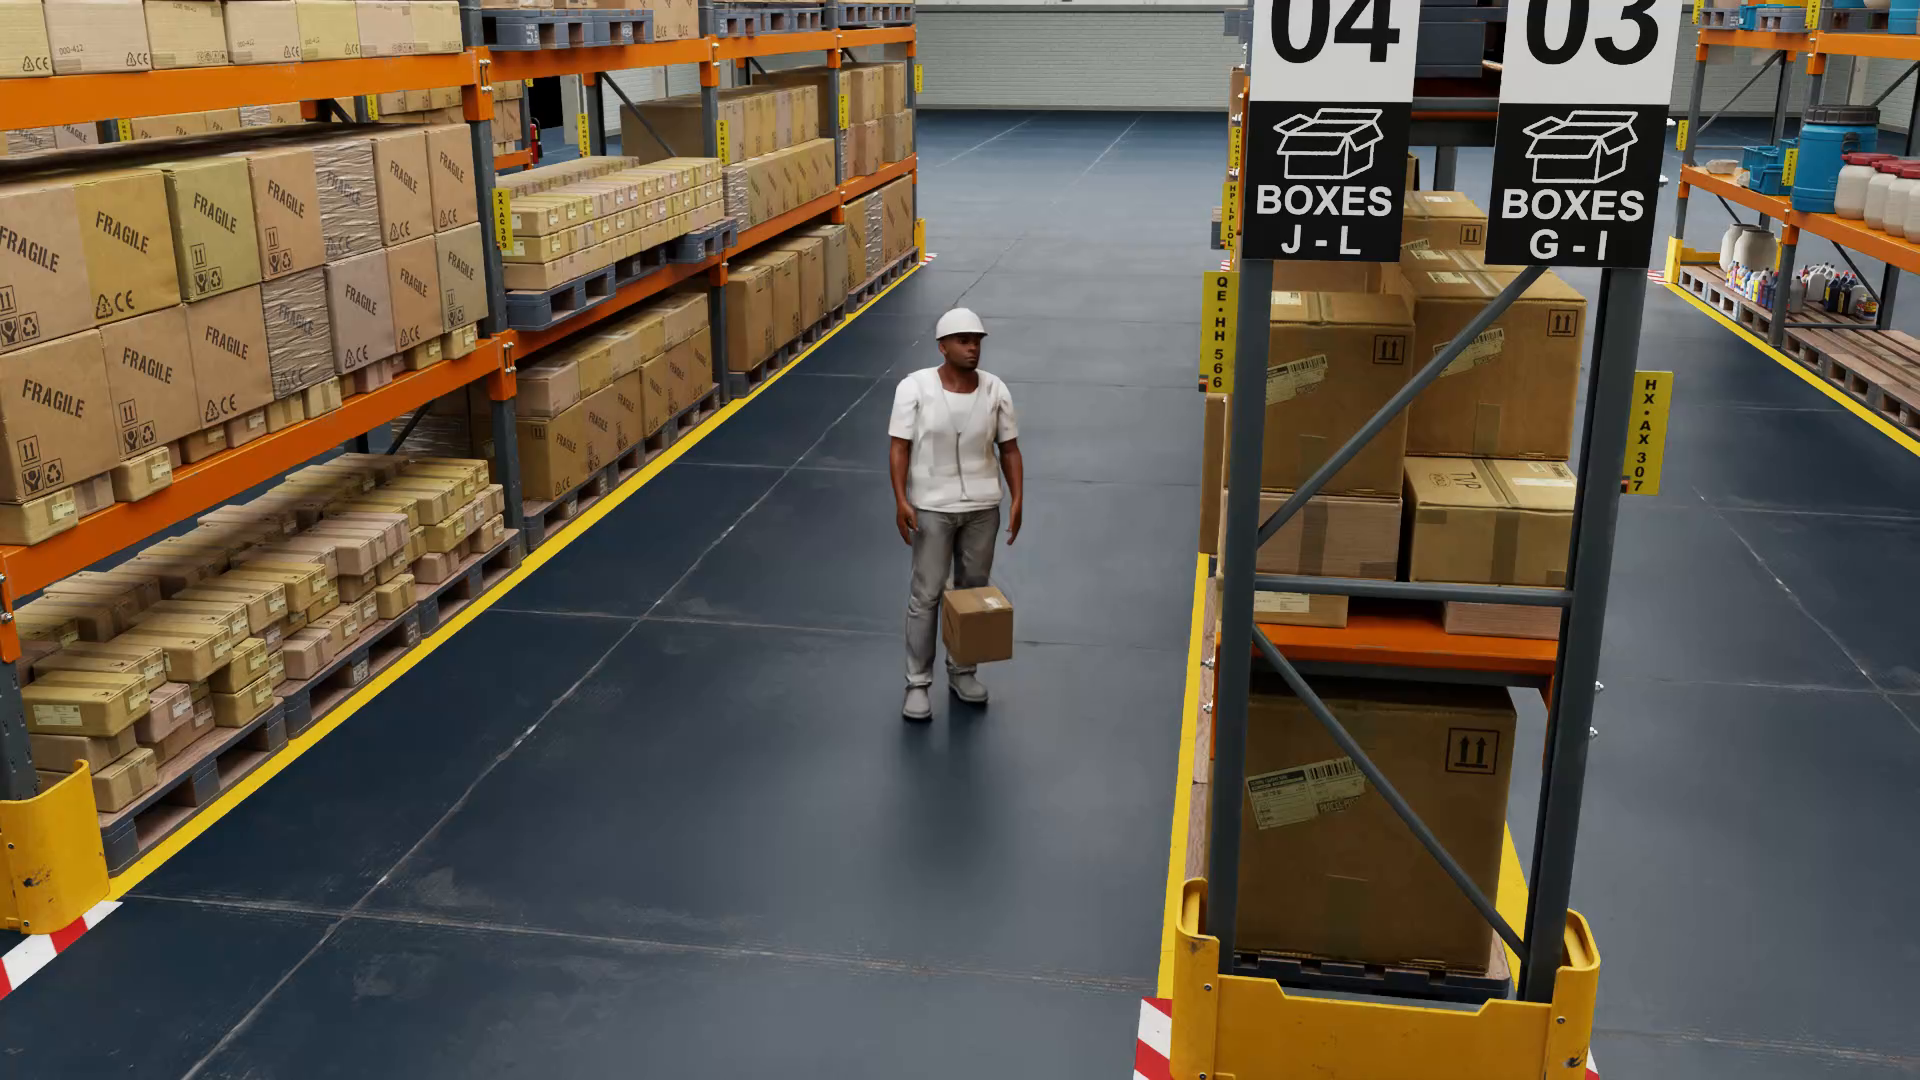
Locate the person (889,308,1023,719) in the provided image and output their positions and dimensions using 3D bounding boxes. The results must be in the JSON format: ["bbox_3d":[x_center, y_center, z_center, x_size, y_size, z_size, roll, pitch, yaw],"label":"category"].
[{"bbox_3d":[-0.002,-0.131,7.395,0.629,1.768,0.576,-5,18,-15],"label":"person"}]
